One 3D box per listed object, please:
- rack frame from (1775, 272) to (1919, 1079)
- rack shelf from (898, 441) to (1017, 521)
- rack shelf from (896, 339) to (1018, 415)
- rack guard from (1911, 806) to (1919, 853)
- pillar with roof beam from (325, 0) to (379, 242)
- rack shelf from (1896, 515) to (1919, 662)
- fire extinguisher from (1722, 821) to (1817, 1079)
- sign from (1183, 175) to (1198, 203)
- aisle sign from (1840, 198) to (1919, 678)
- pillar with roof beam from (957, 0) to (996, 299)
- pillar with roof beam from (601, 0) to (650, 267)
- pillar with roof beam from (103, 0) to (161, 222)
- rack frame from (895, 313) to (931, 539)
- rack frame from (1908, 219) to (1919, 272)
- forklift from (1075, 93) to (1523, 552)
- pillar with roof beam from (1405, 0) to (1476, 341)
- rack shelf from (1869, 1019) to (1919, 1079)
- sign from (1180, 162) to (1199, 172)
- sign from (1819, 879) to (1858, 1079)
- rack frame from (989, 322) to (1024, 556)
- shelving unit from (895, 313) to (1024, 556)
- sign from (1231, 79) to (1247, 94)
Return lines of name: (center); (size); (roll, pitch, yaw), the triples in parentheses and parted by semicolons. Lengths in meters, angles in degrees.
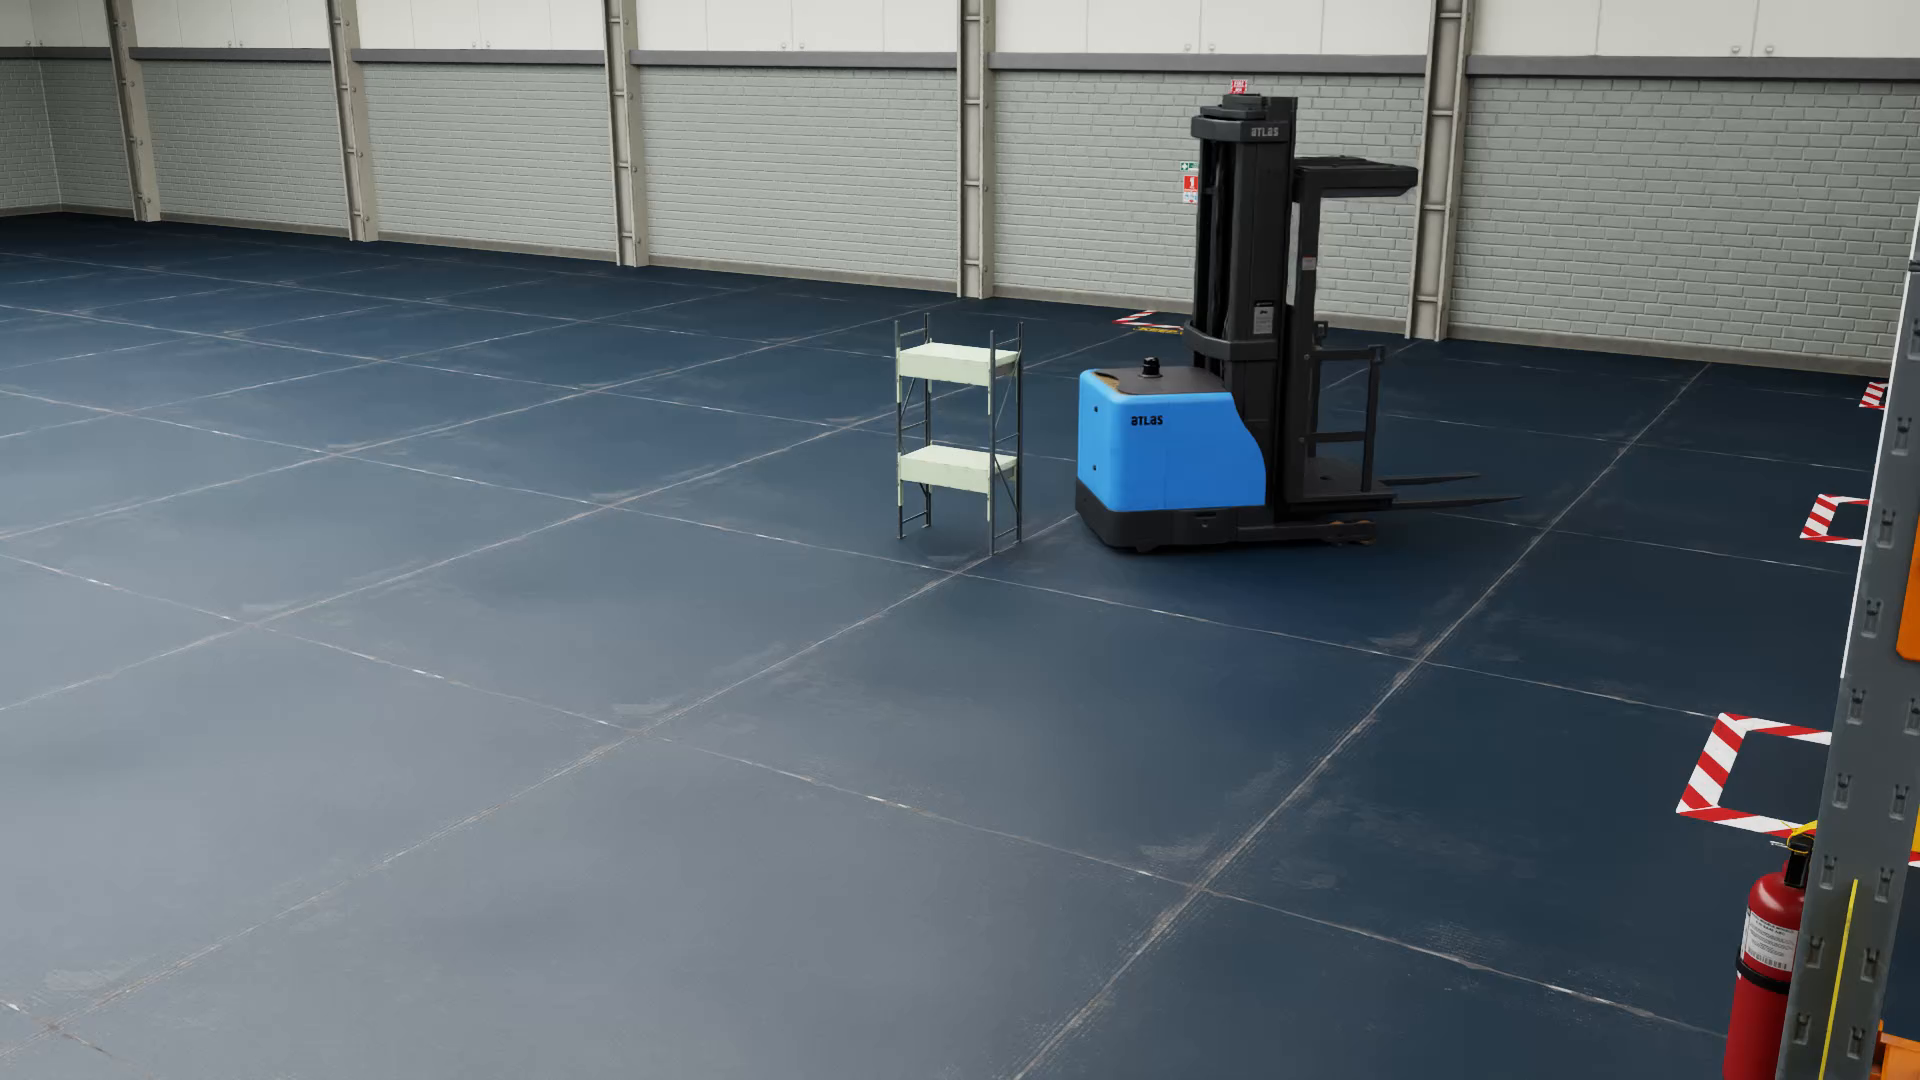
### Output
rack frame: (1.605, 0.956, 3.075); (0.127, 3.000, 1.000); (10, 20, 30)
rack shelf: (-0.006, -0.407, 11.261); (0.720, 0.370, 0.431); (10, 20, 30)
rack shelf: (-0.006, -1.092, 11.053); (0.720, 0.370, 0.431); (10, 20, 30)
rack guard: (4.287, 0.925, 7.477); (0.348, 0.500, 1.175); (10, 20, 30)
pillar with roof beam: (-12.272, -8.287, 23.181); (0.400, 9.000, 9.100); (10, 20, 30)
rack shelf: (3.310, 0.169, 1.742); (4.000, 0.370, 1.077); (10, 20, 30)
fire extinguisher: (1.749, 0.861, 3.519); (0.183, 0.674, 0.296); (10, 20, 30)
sign: (2.816, -4.257, 20.174); (0.234, 0.329, 0.001); (10, 20, 30)
aisle sign: (1.396, -0.223, 2.483); (0.004, 0.787, 0.394); (10, 20, 30)
pillar with roof beam: (-2.047, -6.462, 17.172); (0.400, 9.000, 9.100); (10, 20, 30)
pillar with roof beam: (-7.160, -7.375, 20.177); (0.400, 9.000, 9.100); (10, 20, 30)
pillar with roof beam: (-17.385, -9.200, 26.186); (0.400, 9.000, 9.100); (10, 20, 30)
rack frame: (-0.318, -0.774, 11.350); (0.023, 1.500, 0.400); (10, 20, 30)
rack frame: (1.605, -1.915, 2.203); (0.127, 3.000, 1.000); (10, 20, 30)
forklift: (2.386, -1.508, 11.304); (3.031, 2.935, 1.130); (-3, 17, -10)
pillar with roof beam: (3.066, -5.550, 14.168); (0.400, 9.000, 9.100); (10, 20, 30)
rack shelf: (3.310, 1.604, 2.178); (4.000, 0.370, 1.077); (10, 20, 30)
sign: (2.815, -4.508, 20.088); (0.331, 0.109, 0.001); (10, 20, 30)
sign: (1.322, 0.676, 2.506); (0.005, 0.325, 0.100); (10, 20, 30)
rack frame: (0.306, -0.663, 10.983); (0.023, 1.500, 0.400); (10, 20, 30)
shelving unit: (-0.006, -0.719, 11.167); (0.755, 1.500, 0.431); (10, 20, 30)
sign: (3.278, -5.266, 19.567); (0.199, 0.298, 0.001); (10, 20, 30)
